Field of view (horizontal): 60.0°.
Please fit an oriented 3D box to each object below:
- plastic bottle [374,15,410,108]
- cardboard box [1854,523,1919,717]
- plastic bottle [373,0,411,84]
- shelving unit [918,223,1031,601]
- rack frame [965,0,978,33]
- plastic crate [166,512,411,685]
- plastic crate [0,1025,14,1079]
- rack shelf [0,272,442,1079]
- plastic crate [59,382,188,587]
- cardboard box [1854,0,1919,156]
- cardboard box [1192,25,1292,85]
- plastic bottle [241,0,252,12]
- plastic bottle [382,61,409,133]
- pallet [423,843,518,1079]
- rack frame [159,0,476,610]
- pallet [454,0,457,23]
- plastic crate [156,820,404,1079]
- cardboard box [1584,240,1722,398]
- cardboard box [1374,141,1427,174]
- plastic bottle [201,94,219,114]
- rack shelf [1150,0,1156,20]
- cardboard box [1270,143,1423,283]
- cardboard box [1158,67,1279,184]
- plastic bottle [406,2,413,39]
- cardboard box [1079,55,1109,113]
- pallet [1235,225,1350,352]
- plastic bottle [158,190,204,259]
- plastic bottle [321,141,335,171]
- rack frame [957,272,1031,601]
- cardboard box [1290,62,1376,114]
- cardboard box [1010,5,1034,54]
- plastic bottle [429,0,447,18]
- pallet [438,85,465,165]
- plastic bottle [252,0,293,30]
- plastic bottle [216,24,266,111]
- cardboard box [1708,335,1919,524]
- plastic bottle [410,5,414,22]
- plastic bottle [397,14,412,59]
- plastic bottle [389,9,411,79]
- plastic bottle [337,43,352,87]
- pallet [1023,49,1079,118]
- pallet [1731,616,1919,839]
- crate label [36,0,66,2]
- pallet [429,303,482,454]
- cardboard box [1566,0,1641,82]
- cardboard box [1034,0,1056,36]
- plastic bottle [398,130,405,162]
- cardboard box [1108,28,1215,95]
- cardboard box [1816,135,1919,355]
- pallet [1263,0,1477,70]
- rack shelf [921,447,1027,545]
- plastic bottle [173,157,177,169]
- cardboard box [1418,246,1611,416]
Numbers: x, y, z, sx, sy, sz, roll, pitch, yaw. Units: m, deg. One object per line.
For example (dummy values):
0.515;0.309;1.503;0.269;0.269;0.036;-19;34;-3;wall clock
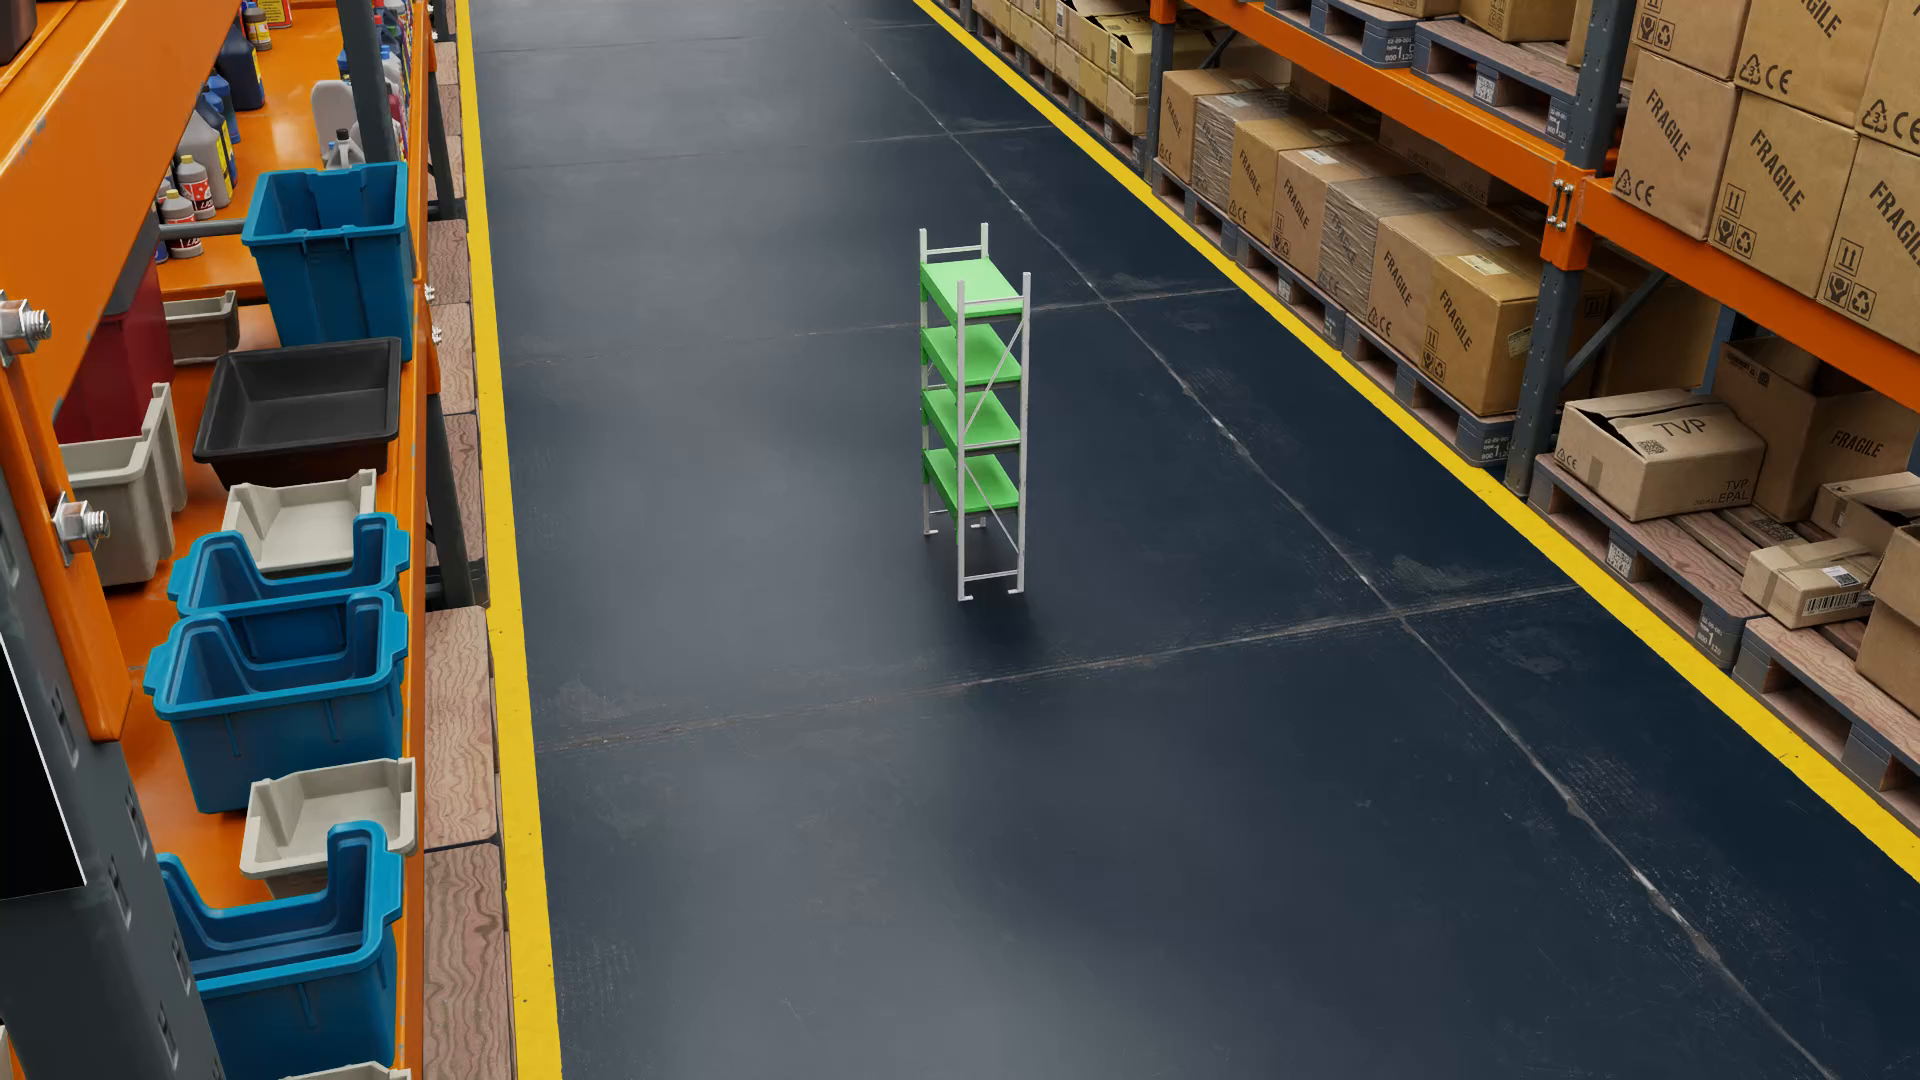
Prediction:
-2.270;-1.880;6.553;0.144;0.351;0.185;-8;31;-13;plastic bottle
3.163;0.244;4.887;0.797;0.503;0.637;-8;31;-13;cardboard box
-2.355;-2.034;6.818;0.144;0.351;0.185;-8;31;-13;plastic bottle
0.044;-0.439;5.811;0.258;1.200;0.503;-8;31;-13;shelving unit
0.536;-5.417;12.614;1.000;3.000;0.127;-8;31;-13;rack frame
-1.233;0.138;3.124;0.416;0.233;0.300;-8;31;-13;plastic crate
-1.446;0.754;2.156;0.396;0.136;0.243;-8;31;-13;plastic crate
-1.586;0.381;3.315;1.077;0.370;4.000;-8;31;-13;rack shelf
-1.889;-0.109;3.502;0.437;0.282;0.530;-8;31;-13;plastic crate
2.787;-1.266;4.346;0.500;0.500;0.500;-9;31;-15;cardboard box
1.742;-3.011;10.224;0.500;0.311;0.500;-7;31;-12;cardboard box
-3.376;-2.522;7.737;0.152;0.276;0.135;-8;31;-13;plastic bottle
-2.180;-1.676;6.275;0.152;0.276;0.135;-8;31;-13;plastic bottle
-1.557;1.251;3.878;1.003;0.211;1.213;-8;31;-13;pallet
-2.117;-0.896;4.804;1.000;3.000;0.127;-8;31;-13;rack frame
-4.706;-4.473;13.768;1.003;0.211;1.213;-8;31;-13;pallet
-0.978;0.601;2.324;0.416;0.233;0.300;-8;31;-13;plastic crate
2.766;-0.927;6.914;0.500;0.500;0.500;-9;31;-16;cardboard box
2.355;-1.670;8.197;0.500;0.500;0.500;-9;31;-15;cardboard box
-2.649;-1.433;5.860;0.097;0.271;0.097;0;30;0;plastic bottle
1.067;-4.139;11.125;1.077;0.370;4.000;-8;31;-13;rack shelf
1.859;-1.589;8.057;0.500;0.500;0.500;-9;31;-15;cardboard box
1.443;-2.335;9.347;0.500;0.500;0.500;-7;31;-11;cardboard box
-2.560;-2.387;7.577;0.097;0.201;0.097;0;30;0;plastic bottle
1.083;-2.947;10.672;0.500;0.250;0.500;-8;31;-14;cardboard box
2.080;-1.324;8.327;1.003;0.211;1.213;-8;31;-13;pallet
-2.418;-0.983;5.152;0.097;0.201;0.097;0;30;0;plastic bottle
-2.085;-1.235;5.588;0.097;0.201;0.097;0;30;0;plastic bottle
0.109;-0.321;5.608;0.240;1.200;0.015;-8;31;-13;rack frame
2.092;-2.471;8.832;0.500;0.250;0.500;-7;31;-11;cardboard box
0.679;-3.684;11.946;0.500;0.250;0.500;-9;31;-15;cardboard box
-4.015;-4.136;12.681;0.152;0.276;0.135;-7;31;-11;plastic bottle
-3.667;-2.589;10.511;1.003;0.211;1.213;-8;31;-13;pallet
-3.229;-2.543;7.772;0.152;0.276;0.135;-8;31;-13;plastic bottle
-2.858;-1.892;6.574;0.144;0.351;0.185;-8;31;-13;plastic bottle
3.084;-0.424;6.044;0.500;0.500;0.500;-8;31;-13;cardboard box
-2.647;-2.545;7.851;0.097;0.201;0.097;0;30;0;plastic bottle
-2.457;-2.199;7.253;0.097;0.201;0.097;0;30;0;plastic bottle
-2.357;-2.087;6.977;0.061;0.283;0.133;-8;31;-13;plastic bottle
-2.375;-1.808;6.508;0.097;0.271;0.097;0;30;0;plastic bottle
1.097;-3.269;11.687;1.003;0.211;1.213;-8;31;-13;pallet
3.168;0.576;5.044;1.003;0.211;1.213;-8;31;-13;pallet
-0.989;-0.687;1.596;0.408;0.251;0.502;-8;31;-13;crate label
-2.609;-0.658;7.176;1.003;0.211;1.213;-8;31;-13;pallet
2.750;-2.036;6.255;0.700;0.500;0.500;-19;35;-30;cardboard box
0.815;-3.676;11.373;0.500;0.311;0.500;-7;31;-12;cardboard box
-2.000;-1.368;5.817;0.097;0.201;0.097;0;30;0;plastic bottle
1.222;-2.939;10.100;0.500;0.311;0.500;-7;31;-12;cardboard box
2.802;-0.825;4.581;0.500;0.500;0.500;-8;31;-14;cardboard box
2.119;-2.463;7.703;1.003;0.211;1.213;-8;31;-13;pallet
0.044;-0.176;5.964;0.258;0.148;0.480;-8;31;-13;rack shelf
-2.676;-1.275;5.508;0.144;0.351;0.185;-8;31;-13;plastic bottle
2.252;-0.862;6.800;0.500;0.500;0.500;-8;31;-14;cardboard box
